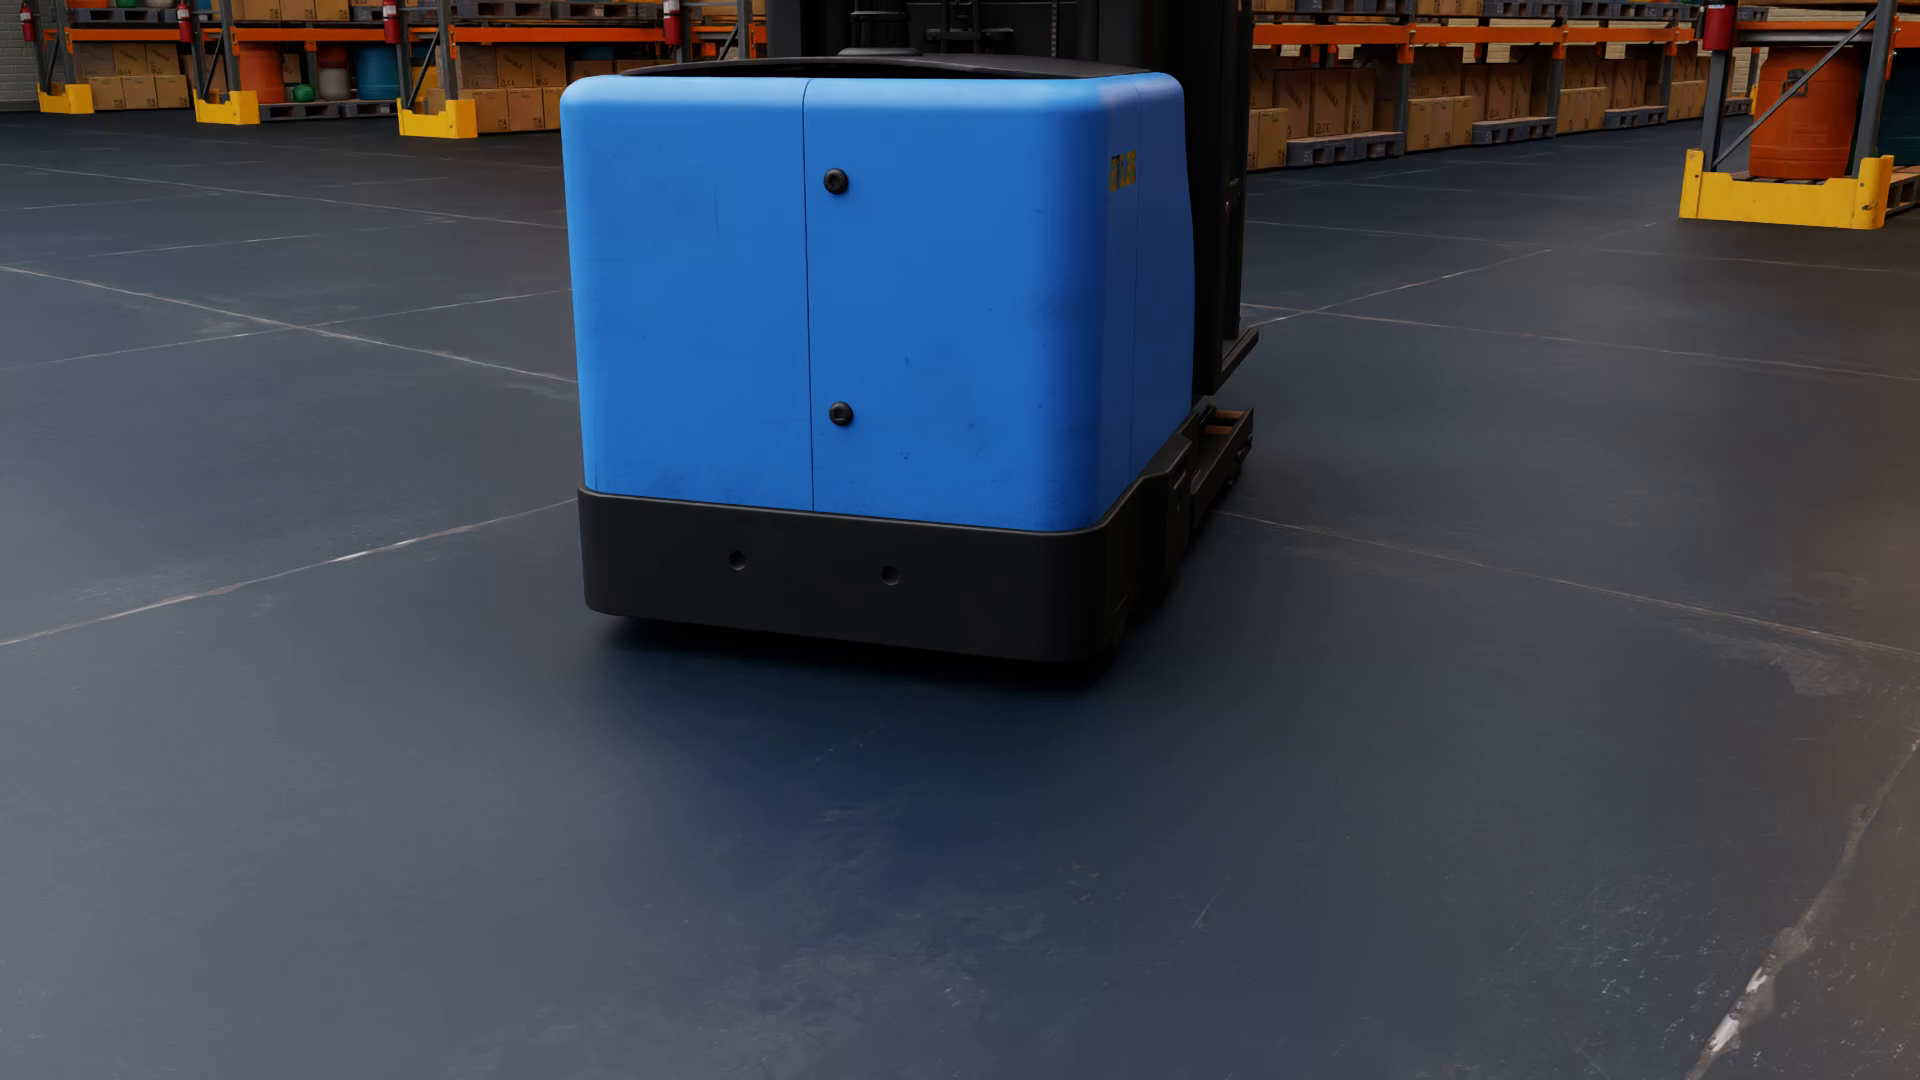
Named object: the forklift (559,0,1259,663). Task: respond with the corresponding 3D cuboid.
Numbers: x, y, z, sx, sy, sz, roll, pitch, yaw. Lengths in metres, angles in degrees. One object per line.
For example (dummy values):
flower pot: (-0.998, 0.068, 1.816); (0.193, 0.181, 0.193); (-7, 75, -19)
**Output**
forklift: (0.182, -1.571, 4.072); (1.130, 2.935, 3.031); (5, 18, 17)
